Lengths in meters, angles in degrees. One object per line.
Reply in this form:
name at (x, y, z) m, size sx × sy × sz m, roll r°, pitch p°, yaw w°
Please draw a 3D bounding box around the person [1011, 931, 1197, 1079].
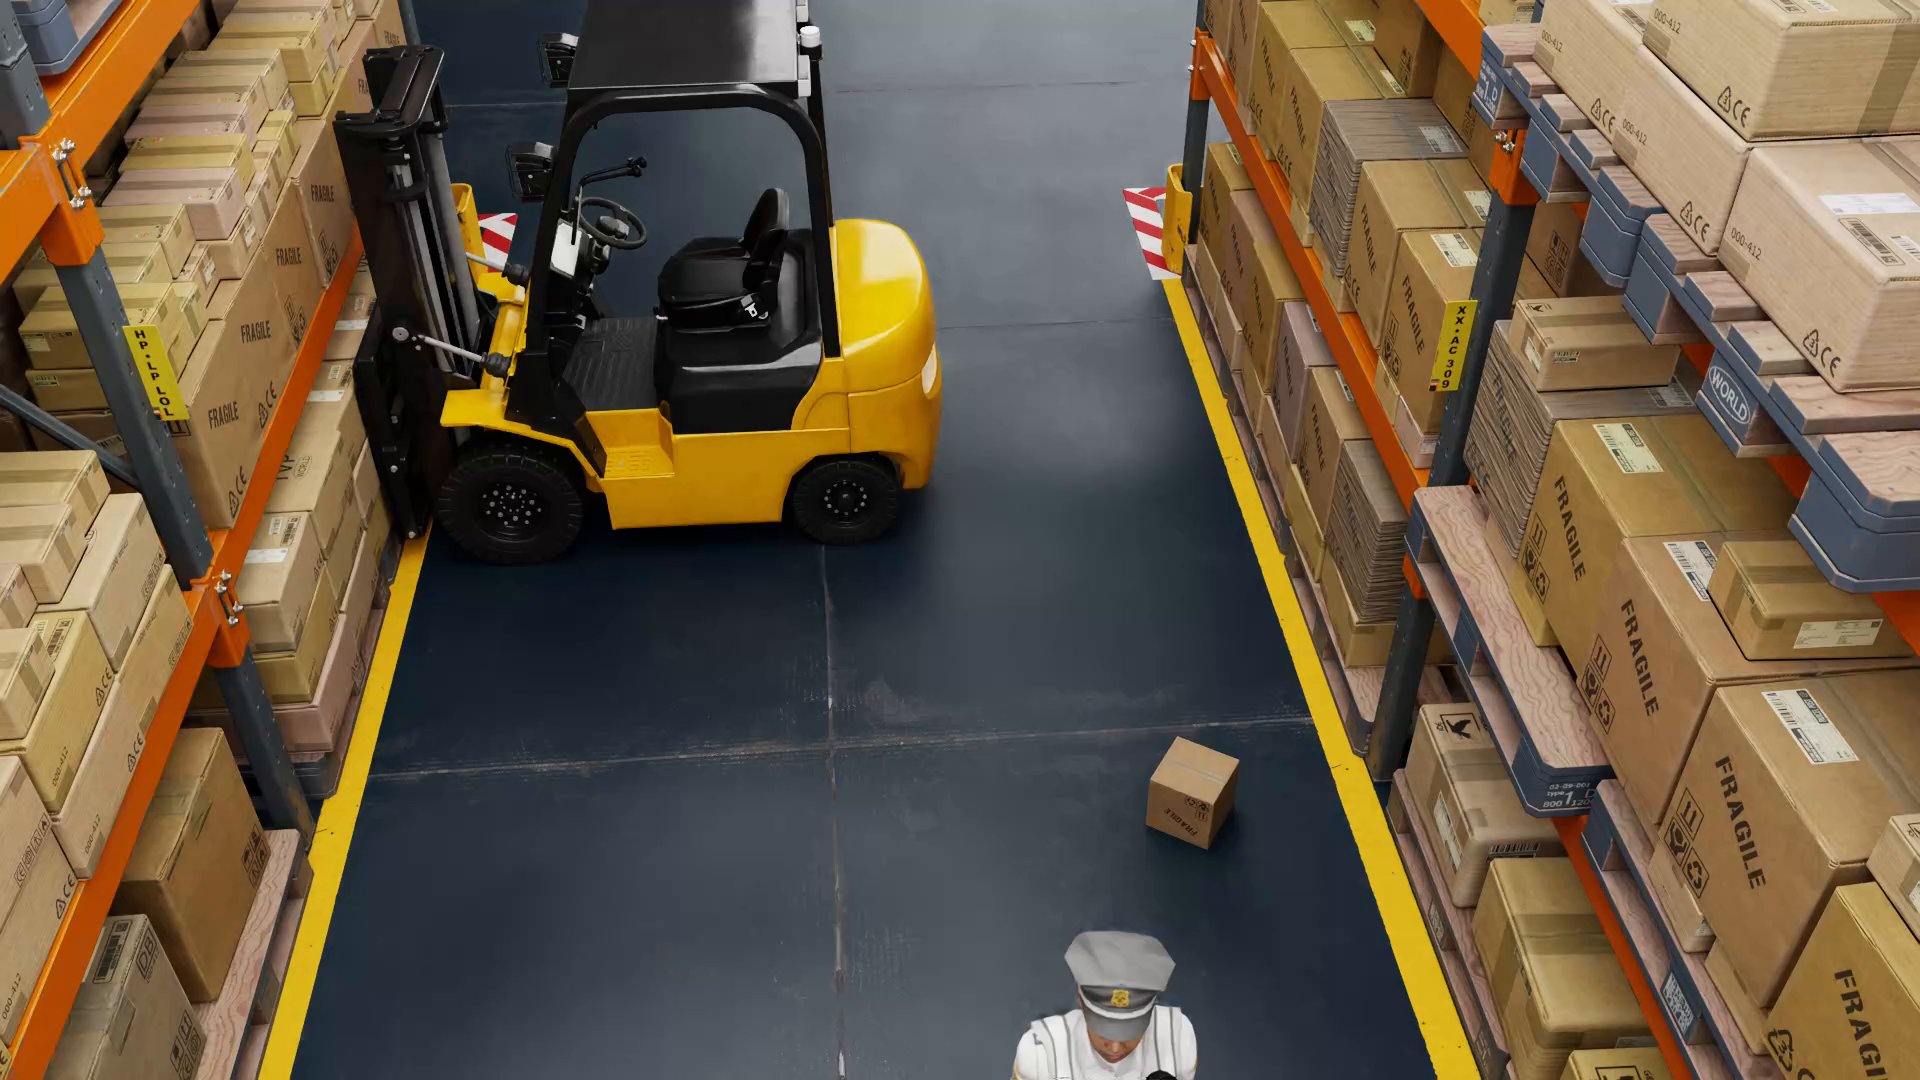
person at (0.355, 1.619, 4.138) m, size 0.516 × 1.712 × 0.430 m, roll -2°, pitch 39°, yaw -3°
